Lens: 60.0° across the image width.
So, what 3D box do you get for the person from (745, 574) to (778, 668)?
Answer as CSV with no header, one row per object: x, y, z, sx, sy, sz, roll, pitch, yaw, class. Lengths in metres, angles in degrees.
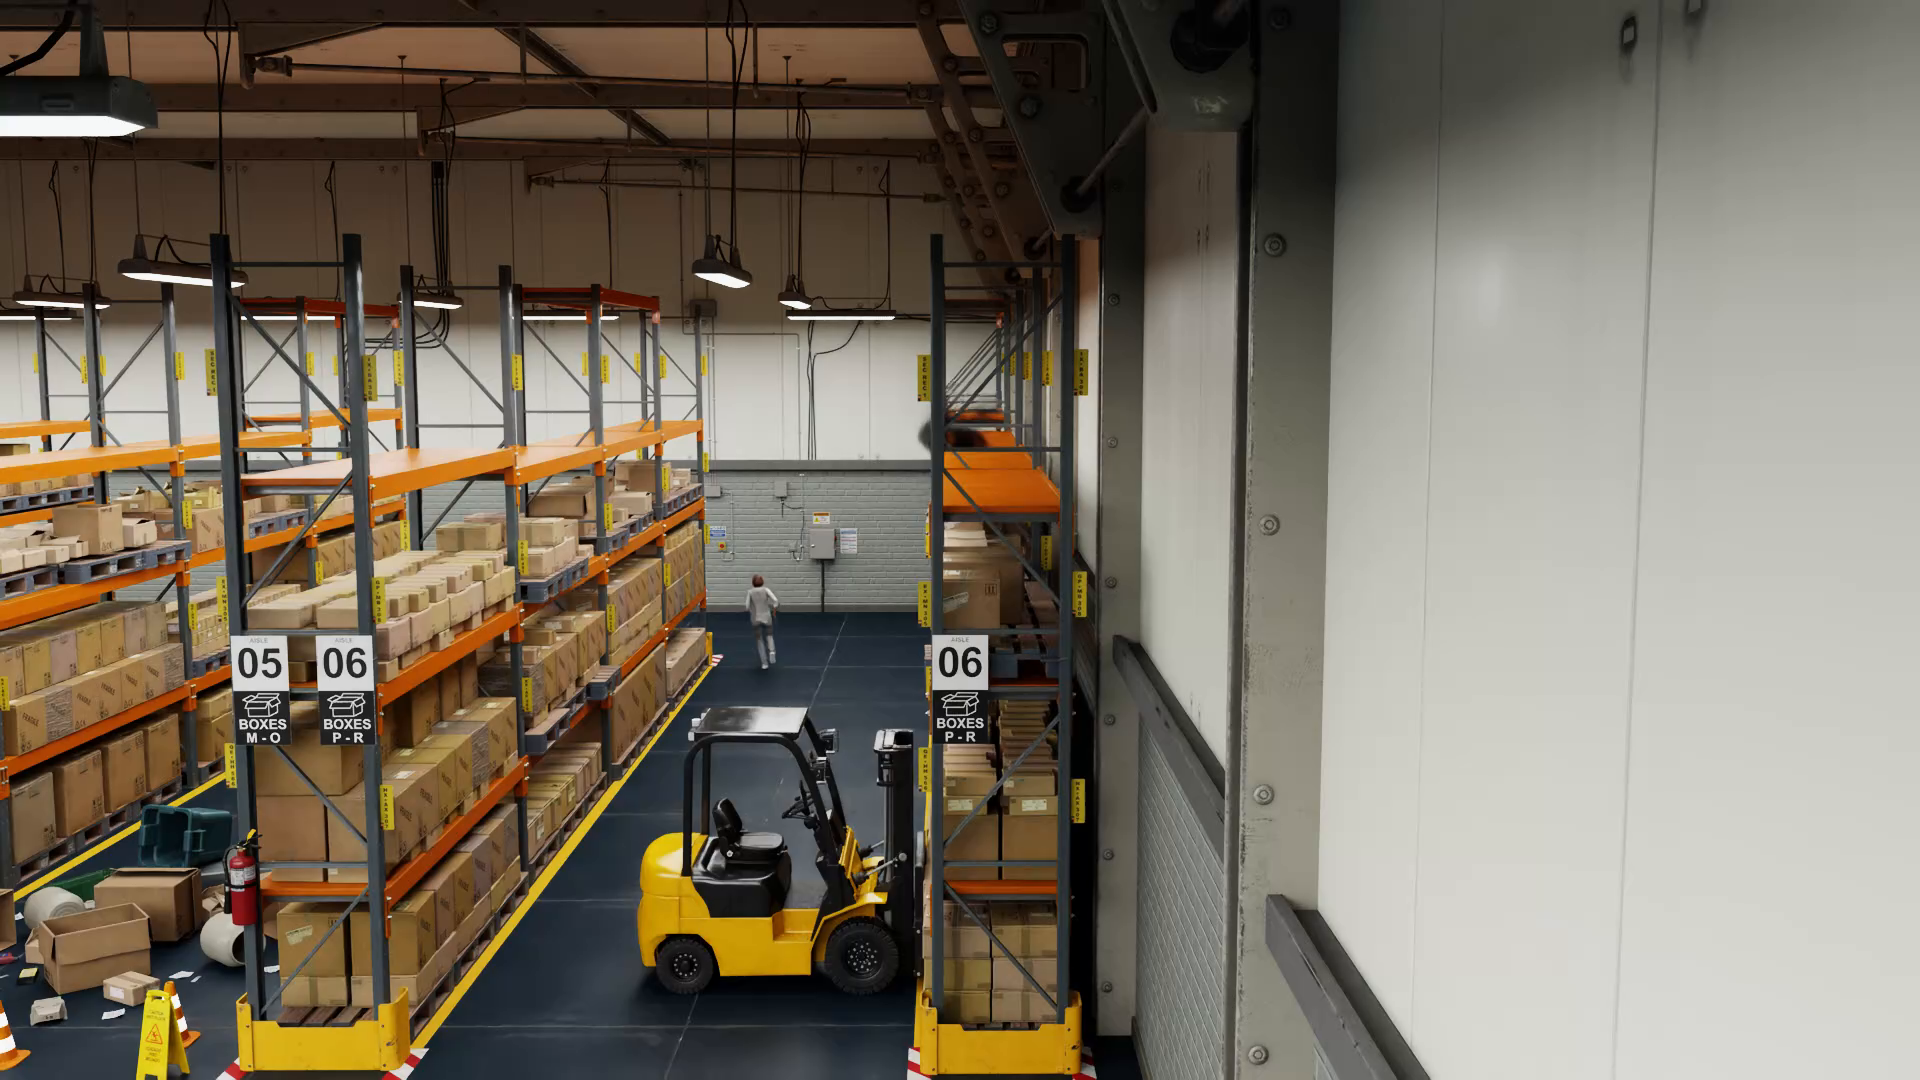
-3.310,1.335,27.732,0.540,1.540,0.612,-1,6,-10,person
